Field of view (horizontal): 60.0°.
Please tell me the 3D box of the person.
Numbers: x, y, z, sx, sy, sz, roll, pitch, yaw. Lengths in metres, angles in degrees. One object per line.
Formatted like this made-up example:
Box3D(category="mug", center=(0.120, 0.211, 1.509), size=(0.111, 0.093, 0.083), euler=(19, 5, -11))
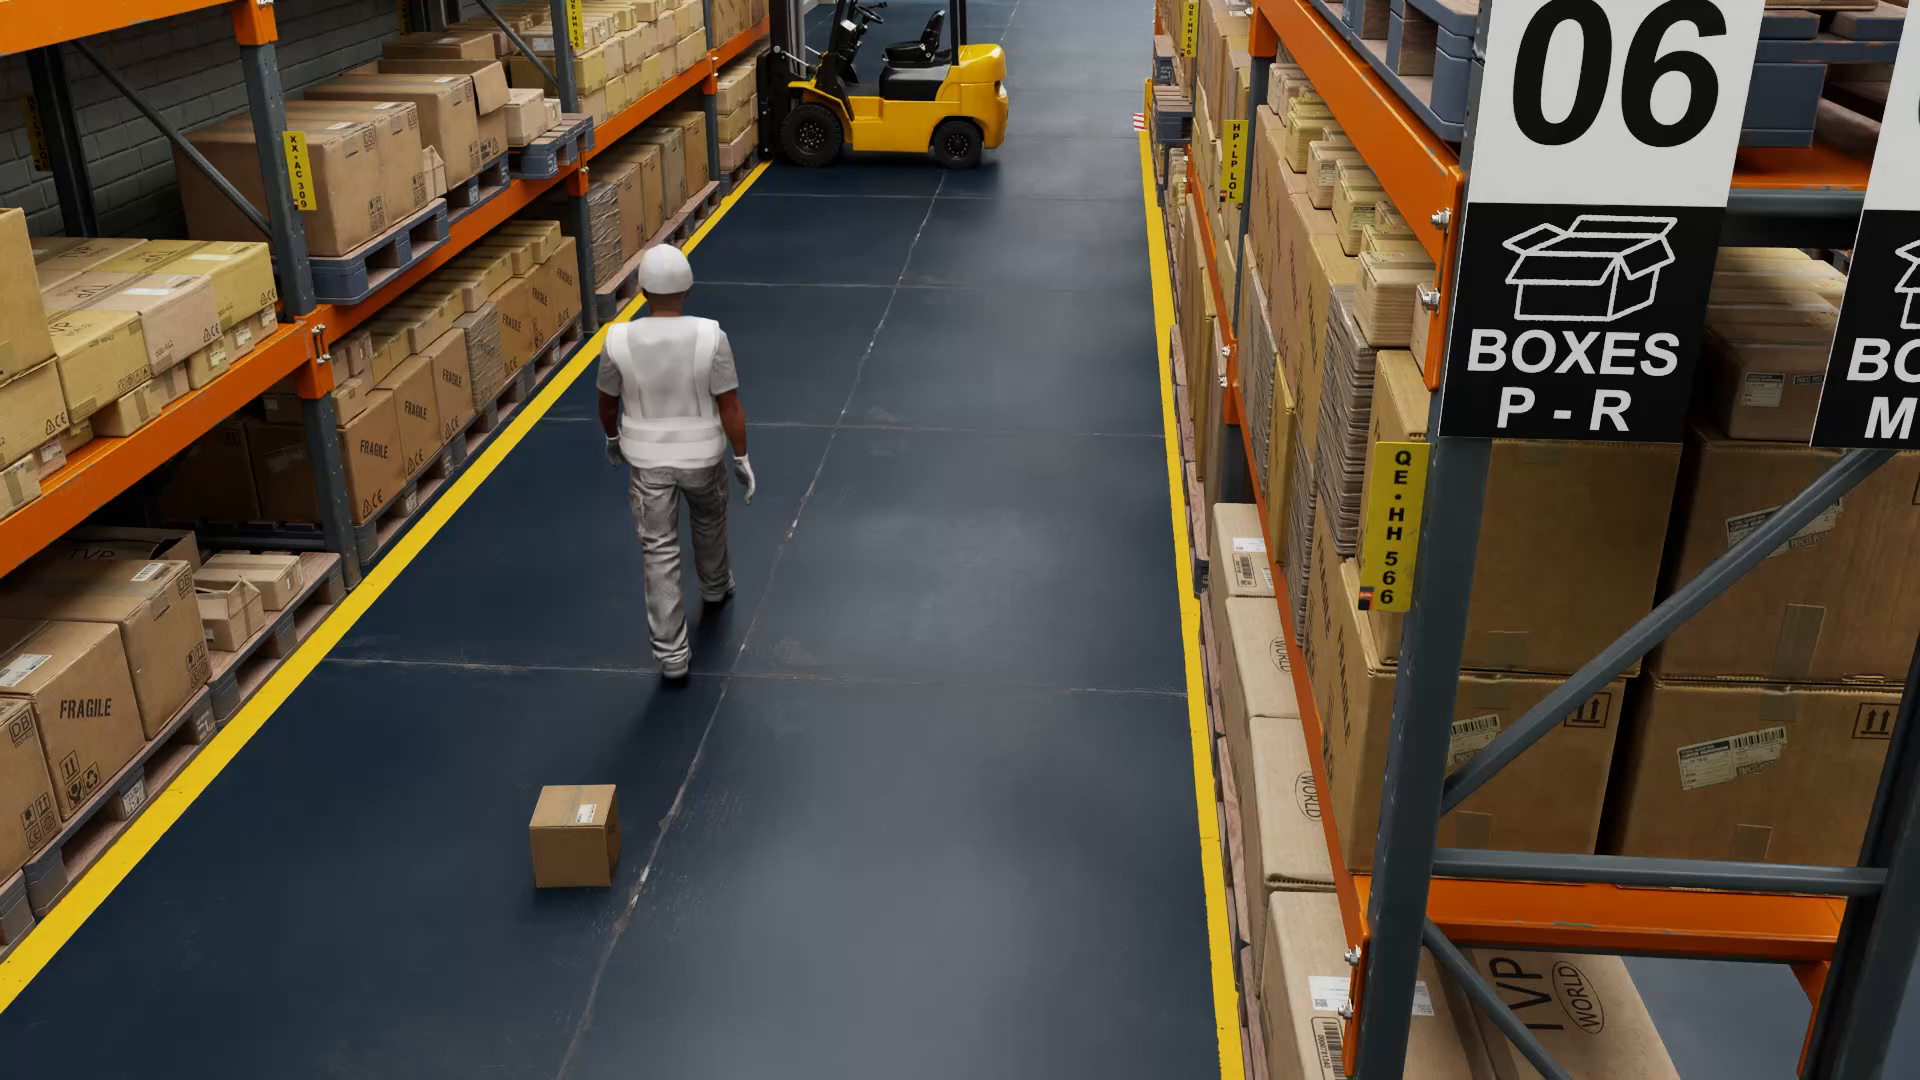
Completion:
Box3D(category="person", center=(-1.185, -0.407, 6.932), size=(0.604, 1.735, 0.970), euler=(-5, 25, -11))
